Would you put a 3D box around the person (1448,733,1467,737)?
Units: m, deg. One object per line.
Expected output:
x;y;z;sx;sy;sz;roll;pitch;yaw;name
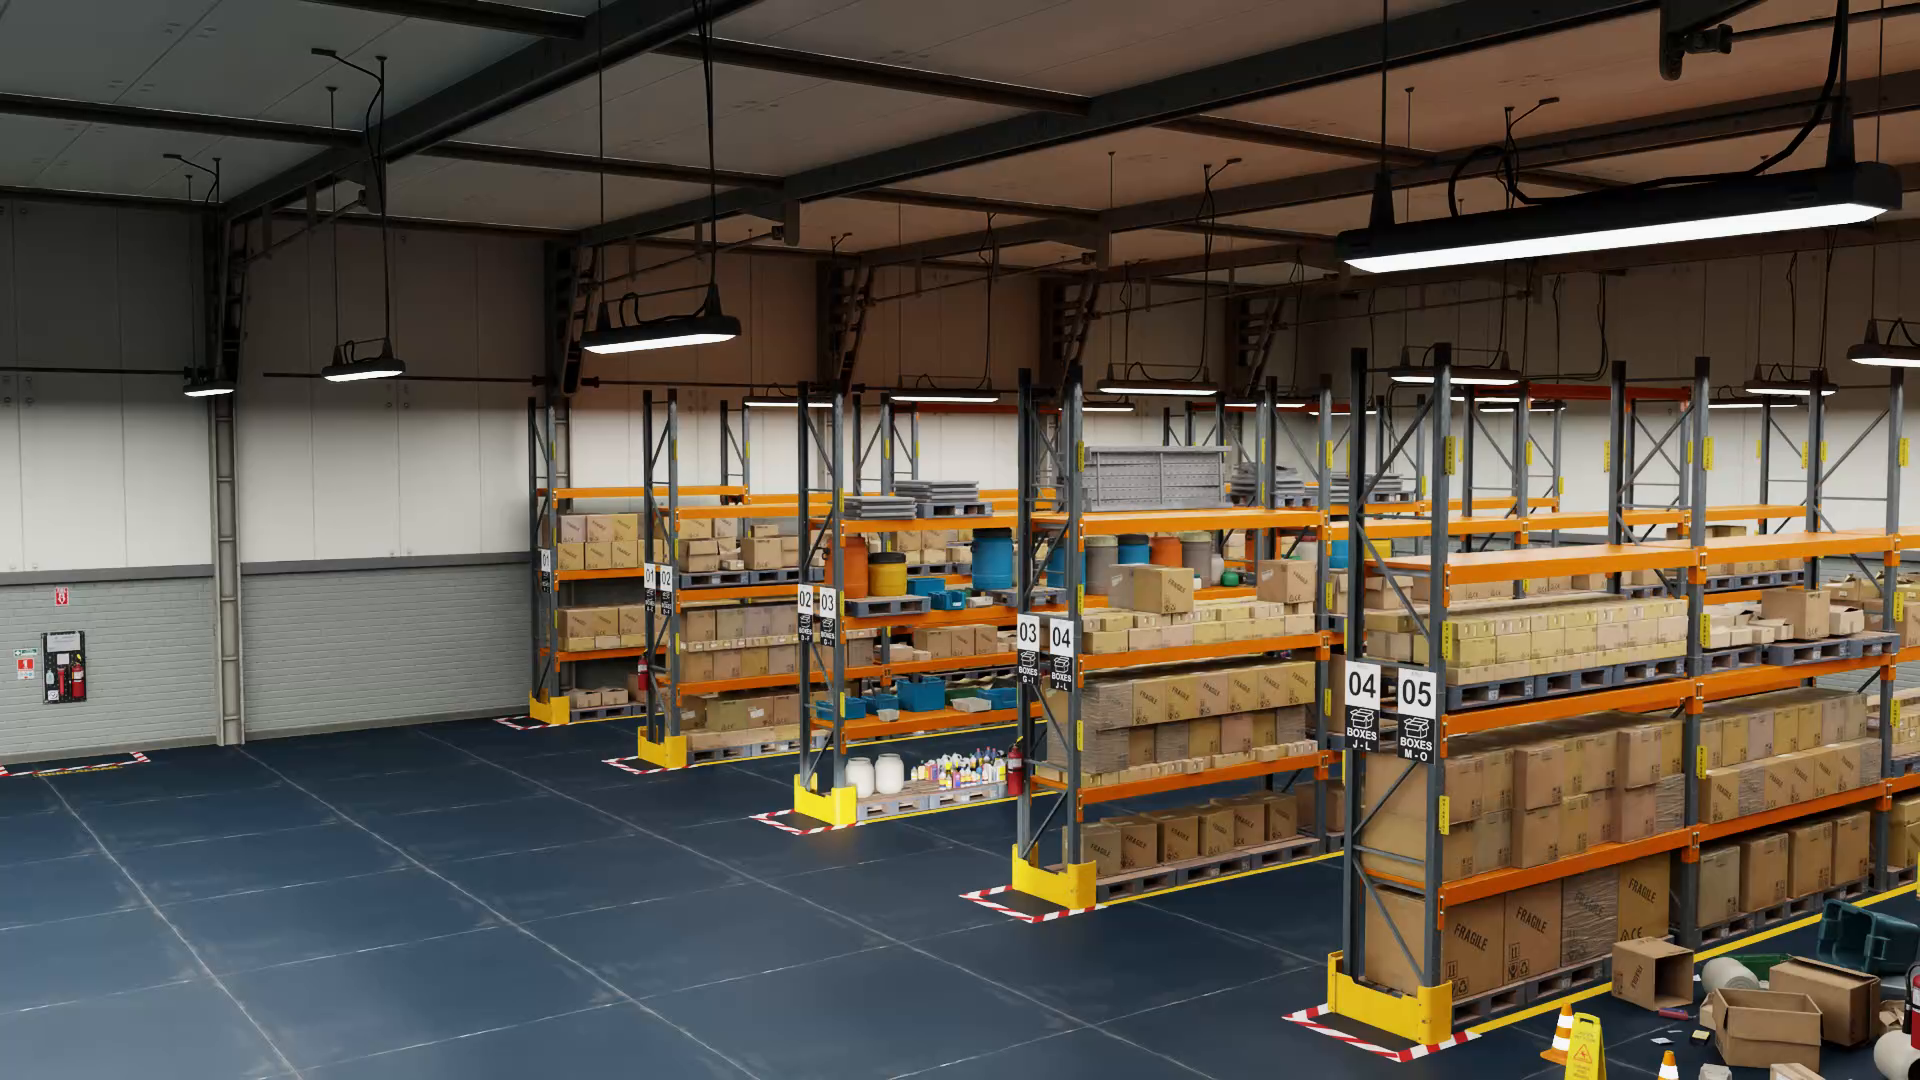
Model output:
5.907;3.099;19.846;0.555;1.793;0.473;-1;4;-16;person

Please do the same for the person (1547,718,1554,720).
7.417;3.018;21.200;0.430;1.779;0.567;1;4;22;person
